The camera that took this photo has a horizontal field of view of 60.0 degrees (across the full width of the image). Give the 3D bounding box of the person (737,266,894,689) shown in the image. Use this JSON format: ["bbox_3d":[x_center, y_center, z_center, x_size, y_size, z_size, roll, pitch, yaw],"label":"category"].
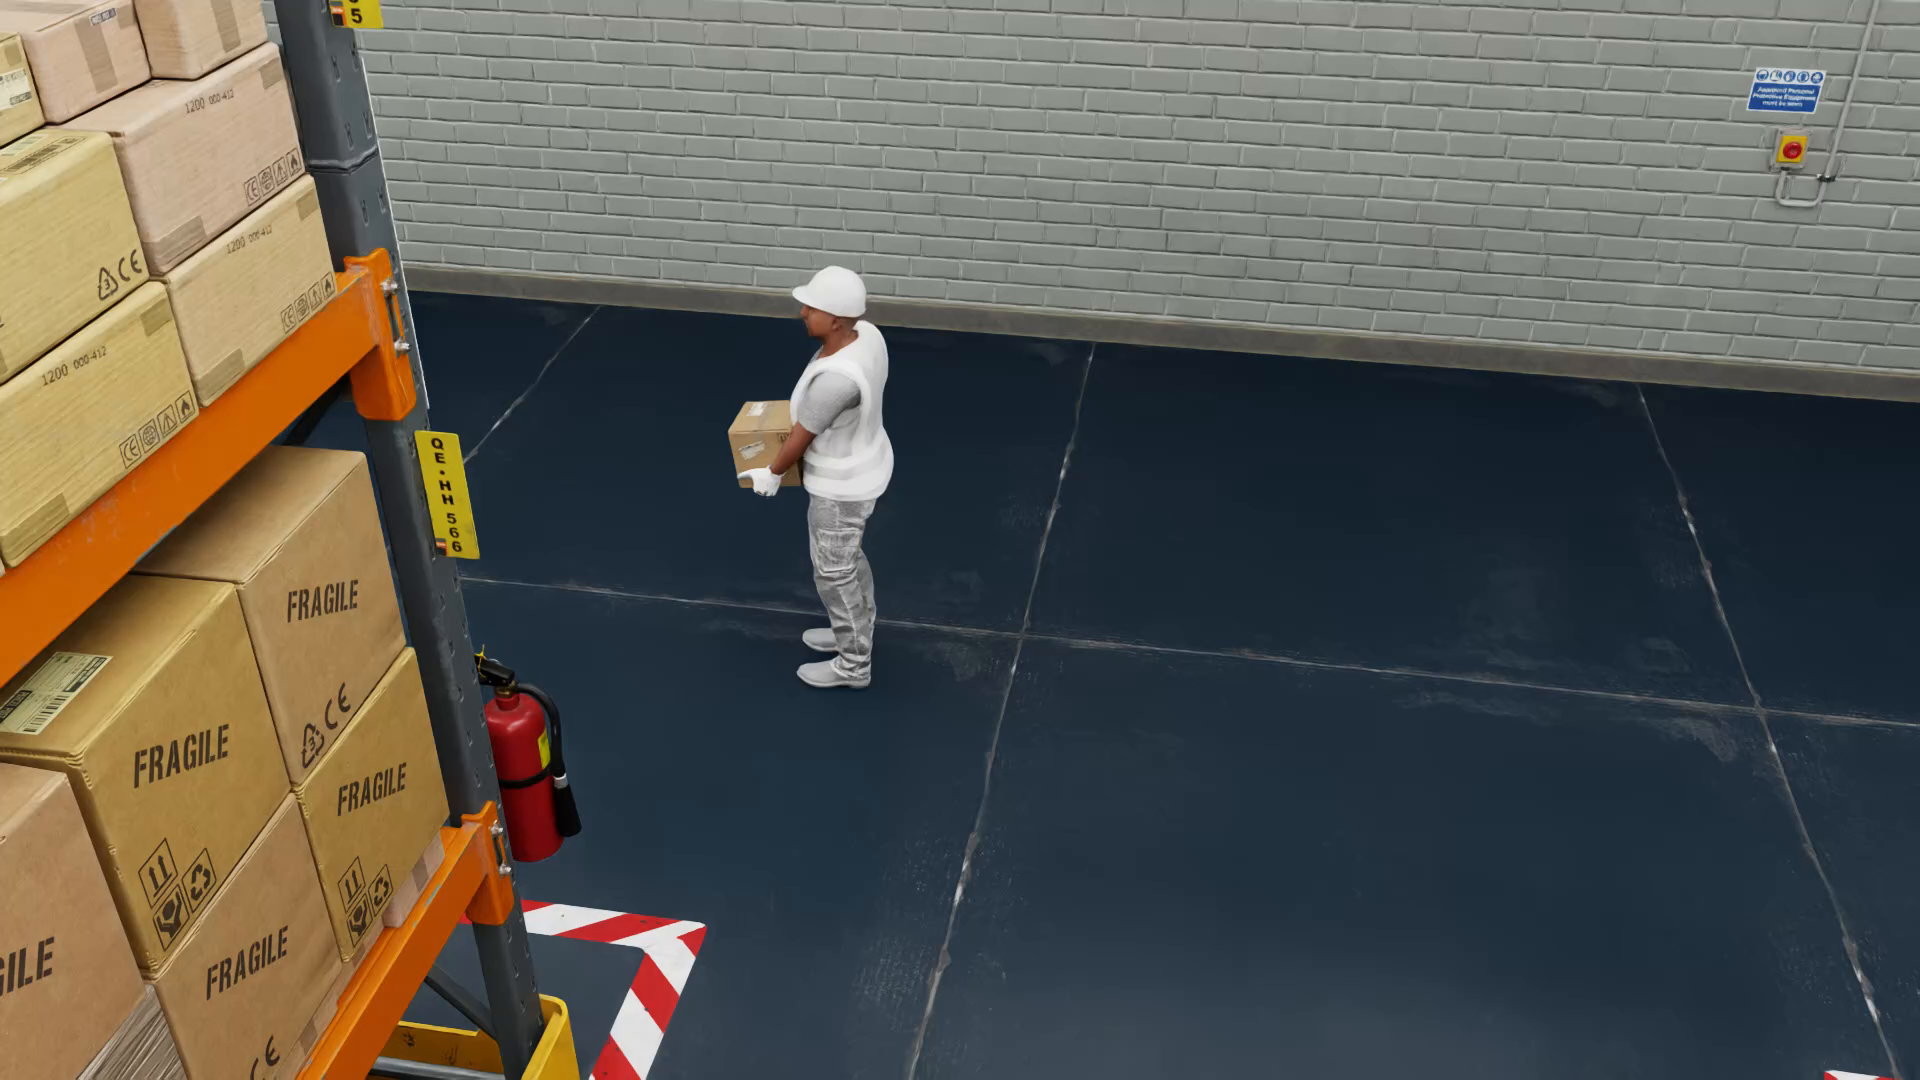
[{"bbox_3d":[-0.556,-0.239,6.499,0.578,1.782,0.490,5,32,8],"label":"person"}]
